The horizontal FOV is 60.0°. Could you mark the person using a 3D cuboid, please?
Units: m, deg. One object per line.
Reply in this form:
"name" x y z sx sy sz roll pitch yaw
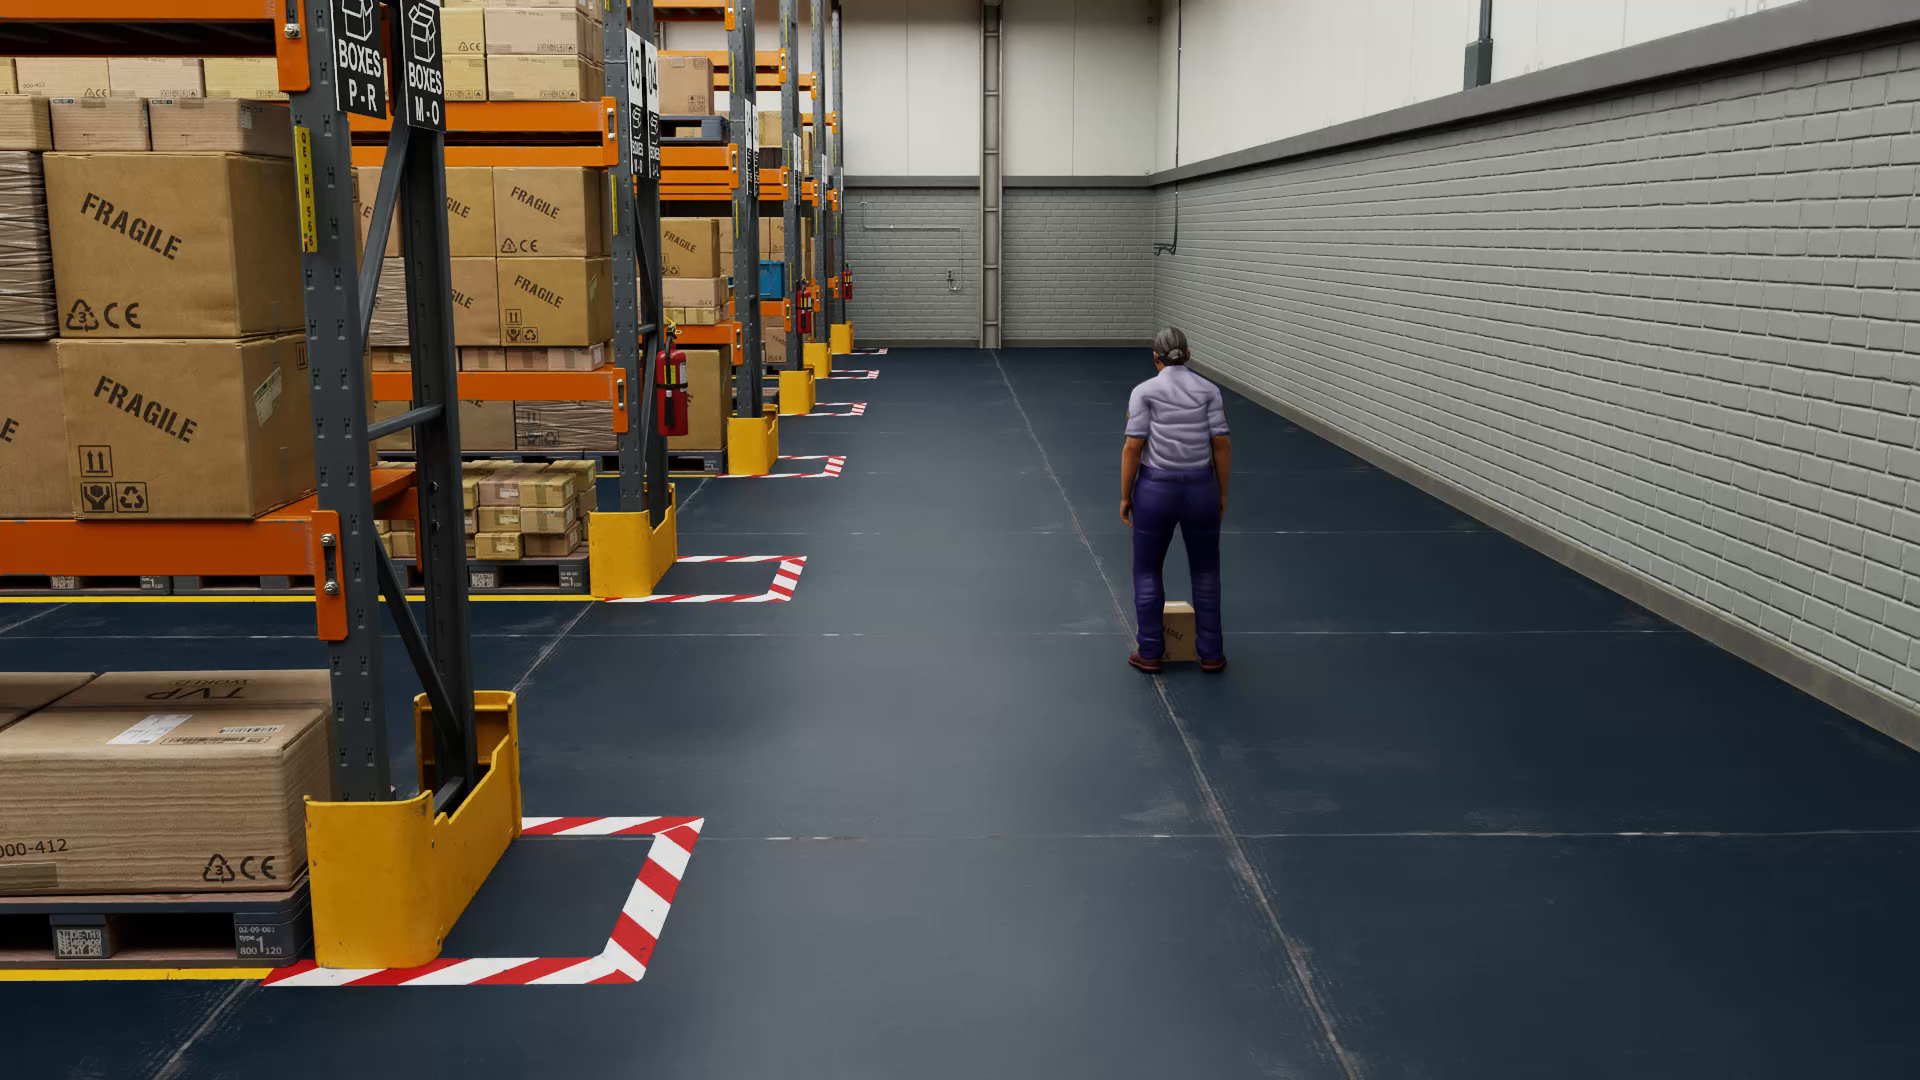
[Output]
"person" 1.041 -0.185 7.954 0.563 1.647 0.375 -1 11 -5
